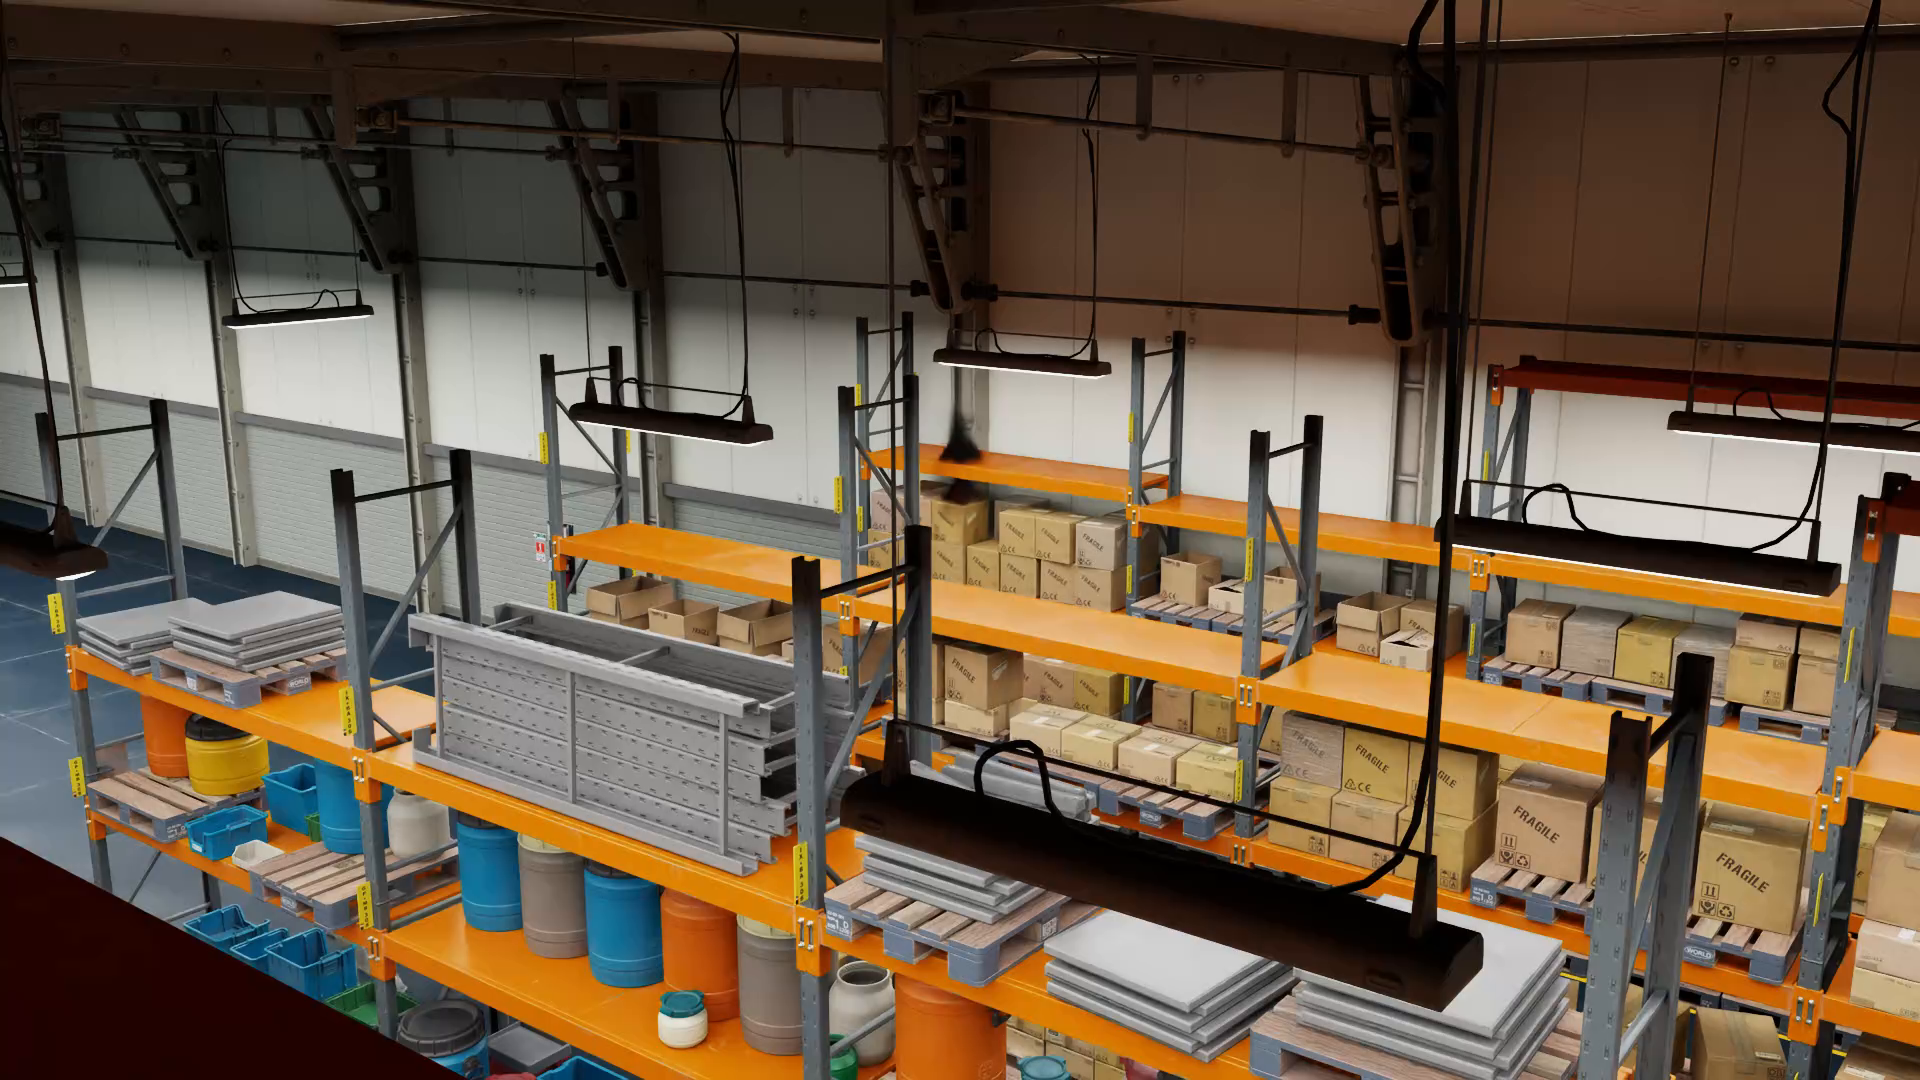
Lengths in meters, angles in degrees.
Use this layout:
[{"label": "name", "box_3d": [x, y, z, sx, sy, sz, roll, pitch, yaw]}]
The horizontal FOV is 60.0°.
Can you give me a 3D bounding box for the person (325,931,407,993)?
[{"label": "person", "box_3d": [-5.746, 3.705, 15.808, 0.684, 1.615, 0.730, 9, 16, 33]}]
